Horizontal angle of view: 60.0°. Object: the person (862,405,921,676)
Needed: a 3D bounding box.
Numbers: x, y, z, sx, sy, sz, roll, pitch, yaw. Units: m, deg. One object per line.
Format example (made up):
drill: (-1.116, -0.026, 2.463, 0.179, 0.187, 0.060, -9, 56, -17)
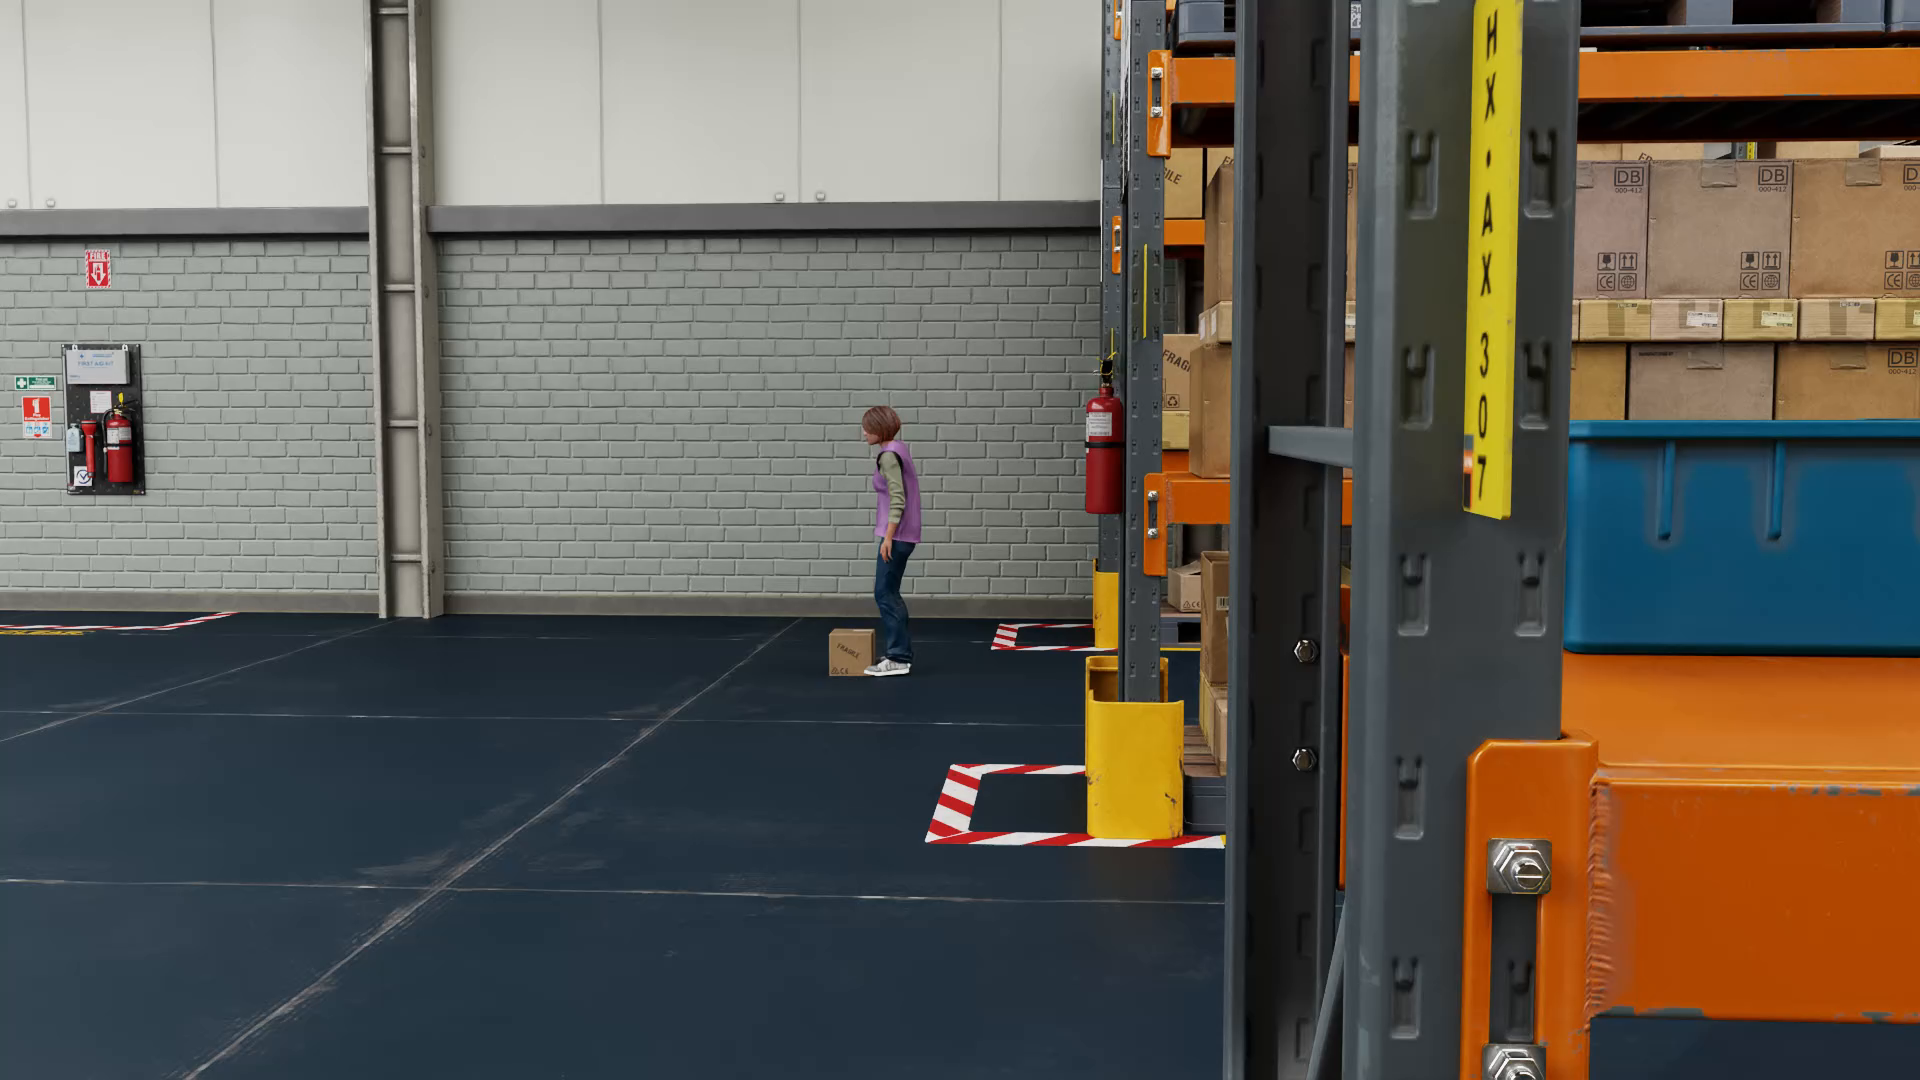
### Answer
person: (-0.402, 0.002, 9.856, 0.346, 1.591, 0.474, 0, 4, 1)
